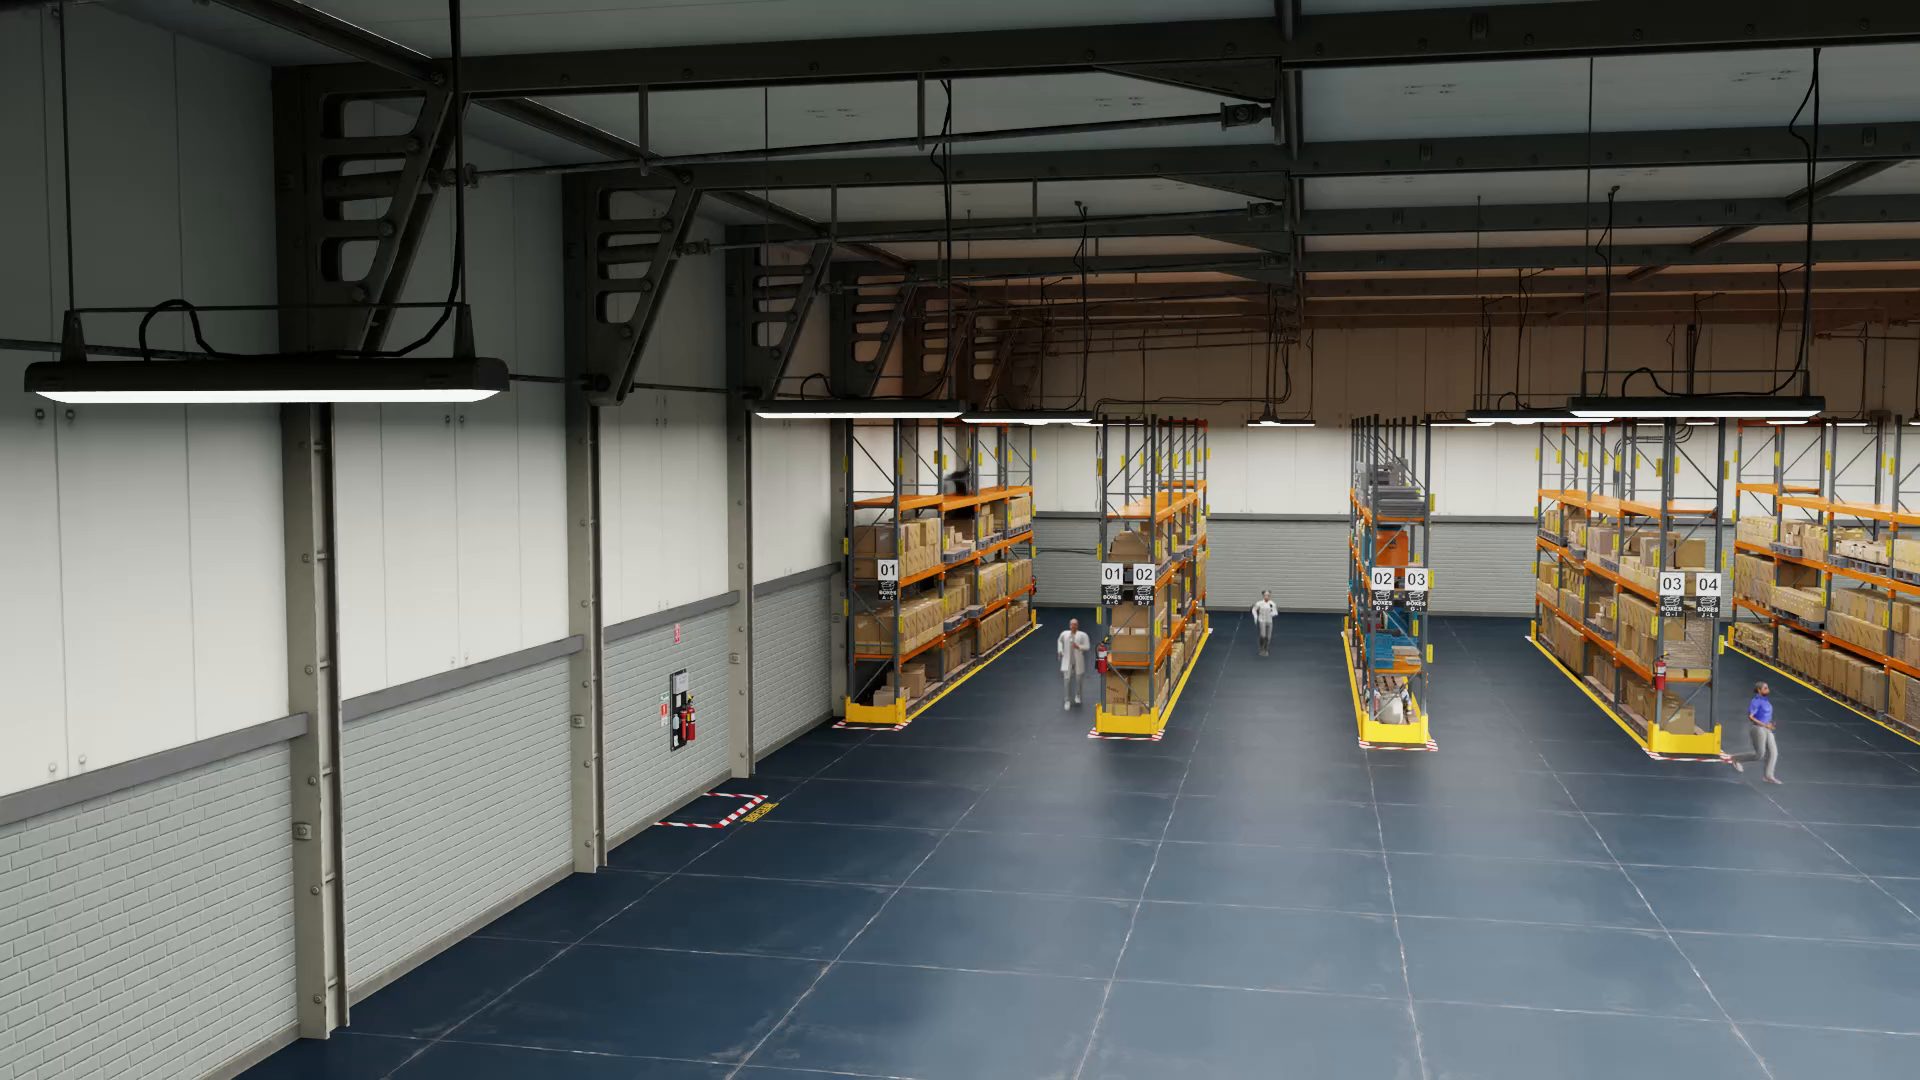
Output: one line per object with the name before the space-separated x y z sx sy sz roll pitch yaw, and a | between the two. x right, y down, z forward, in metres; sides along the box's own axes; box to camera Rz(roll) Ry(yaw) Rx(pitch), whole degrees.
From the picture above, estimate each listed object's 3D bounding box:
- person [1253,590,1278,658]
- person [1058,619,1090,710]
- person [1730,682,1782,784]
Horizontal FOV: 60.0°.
person | 7.680 2.099 41.765 0.579 1.706 0.685 0 4 -1
person | 2.338 2.531 34.277 0.686 1.810 0.987 1 4 9
person | 13.003 3.114 27.036 0.598 1.639 0.758 -3 5 -40
